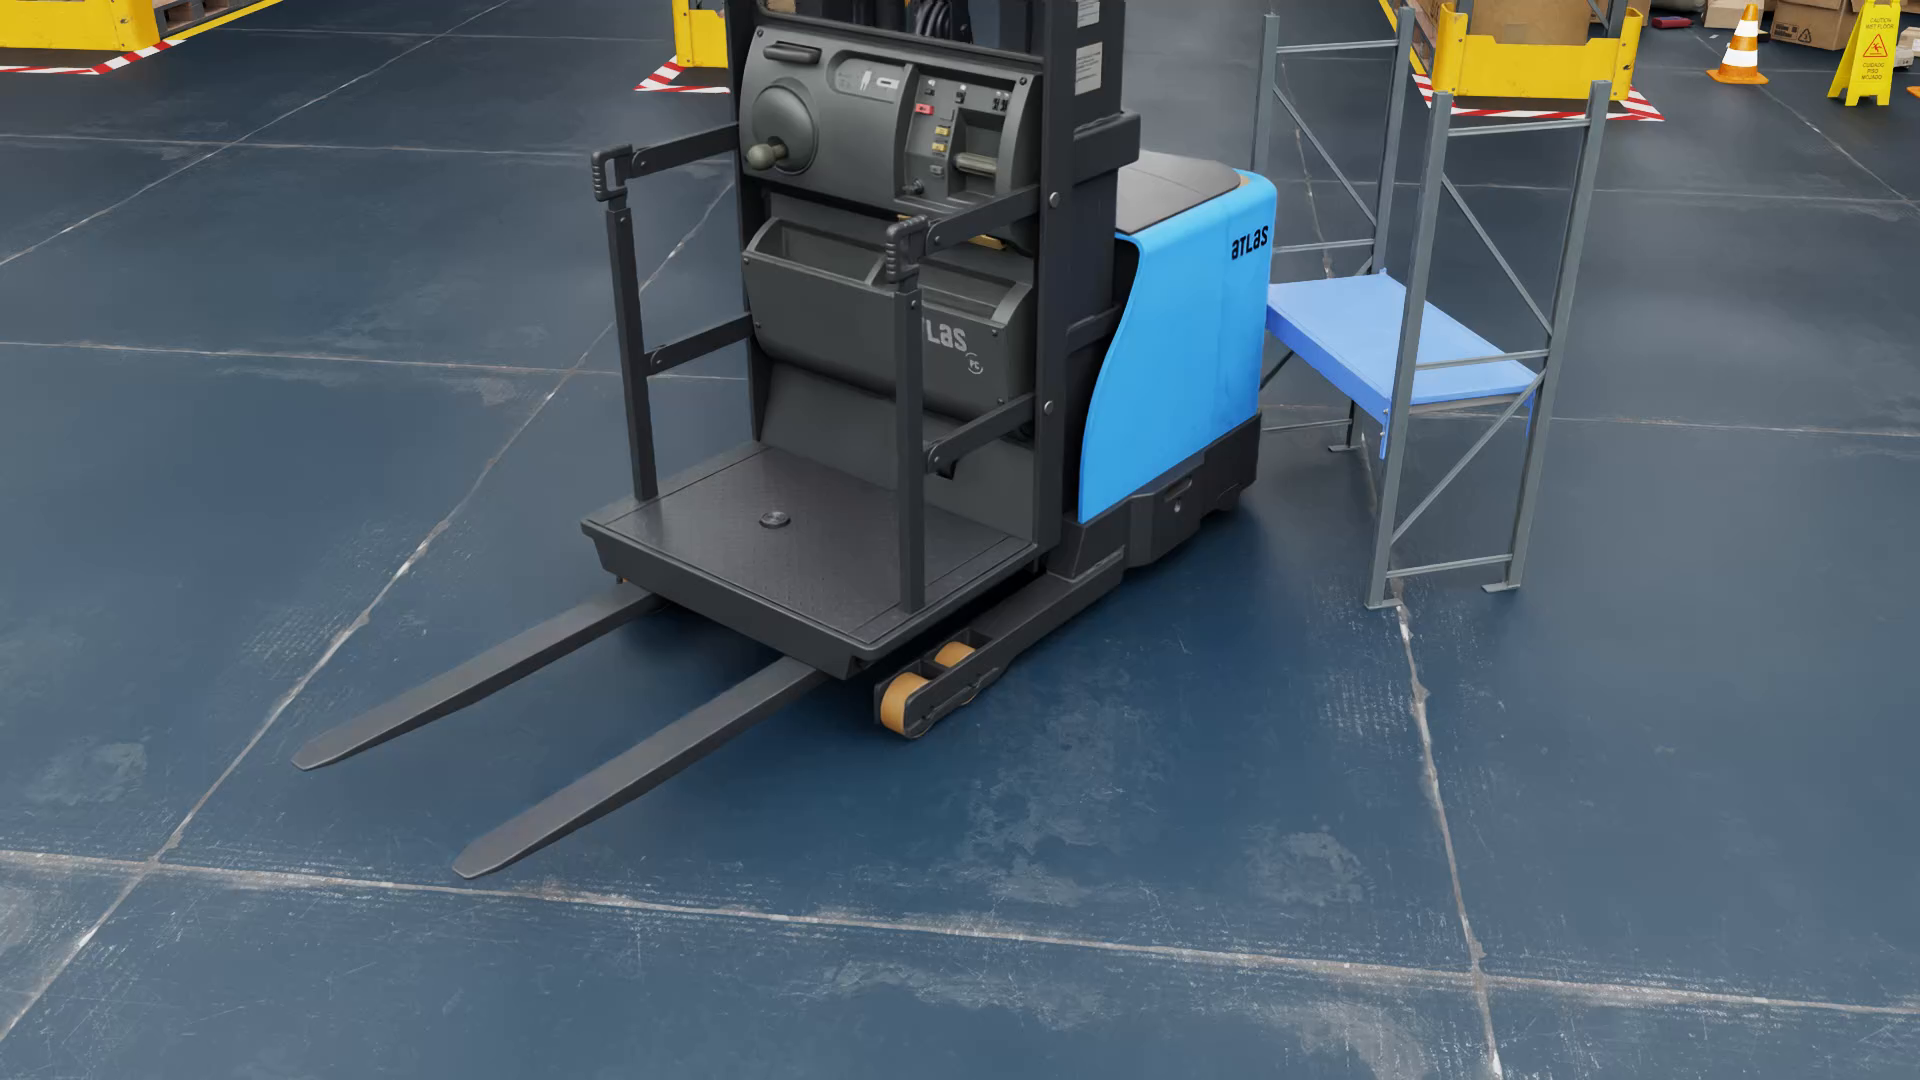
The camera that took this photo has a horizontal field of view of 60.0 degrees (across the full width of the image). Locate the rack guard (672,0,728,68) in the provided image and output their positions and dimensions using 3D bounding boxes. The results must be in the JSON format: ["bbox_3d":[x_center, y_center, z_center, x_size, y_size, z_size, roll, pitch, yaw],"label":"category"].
[{"bbox_3d":[-1.309,-3.437,11.103,1.175,0.500,0.348,3,28,6],"label":"rack guard"}]

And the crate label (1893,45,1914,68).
[{"bbox_3d":[6.181,-3.222,11.085,0.250,0.136,0.298,-11,30,-20],"label":"crate label"}]

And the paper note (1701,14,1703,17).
[{"bbox_3d":[5.732,-3.993,12.638,0.172,0.023,0.155,14,31,24],"label":"paper note"}]

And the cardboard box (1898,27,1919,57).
[{"bbox_3d":[6.673,-3.405,11.414,0.380,0.149,0.250,20,34,32],"label":"cardboard box"}]

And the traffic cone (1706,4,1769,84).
[{"bbox_3d":[5.067,-3.217,10.733,0.336,0.463,0.334,3,28,6],"label":"traffic cone"}]

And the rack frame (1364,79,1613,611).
[{"bbox_3d":[1.433,-0.492,4.582,0.500,1.500,0.032,-7,29,-13],"label":"rack frame"}]

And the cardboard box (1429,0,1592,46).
[{"bbox_3d":[3.610,-3.739,10.825,0.875,0.875,0.875,4,29,6],"label":"cardboard box"}]

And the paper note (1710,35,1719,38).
[{"bbox_3d":[5.426,-3.623,11.964,0.032,0.001,0.123,20,34,32],"label":"paper note"}]

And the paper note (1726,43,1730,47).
[{"bbox_3d":[5.464,-3.478,11.676,0.144,0.017,0.142,14,31,24],"label":"paper note"}]

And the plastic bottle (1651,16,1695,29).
[{"bbox_3d":[5.274,-3.825,12.286,0.283,0.061,0.133,-6,29,-11],"label":"plastic bottle"}]

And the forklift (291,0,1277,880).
[{"bbox_3d":[-0.338,-1.045,4.100,1.130,2.935,3.031,21,35,33],"label":"forklift"}]

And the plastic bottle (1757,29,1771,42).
[{"bbox_3d":[5.665,-3.628,11.920,0.133,0.061,0.283,-6,29,-11],"label":"plastic bottle"}]

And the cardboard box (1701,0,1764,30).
[{"bbox_3d":[5.700,-3.929,12.264,0.396,0.266,0.258,8,29,15],"label":"cardboard box"}]

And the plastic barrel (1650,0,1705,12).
[{"bbox_3d":[5.466,-4.292,12.770,0.421,0.421,0.512,-24,36,-37],"label":"plastic barrel"}]

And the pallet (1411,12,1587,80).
[{"bbox_3d":[3.613,-3.320,11.189,1.003,0.211,1.213,3,28,6],"label":"pallet"}]

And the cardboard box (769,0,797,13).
[{"bbox_3d":[-1.225,-3.880,11.481,0.500,0.500,0.500,9,30,16],"label":"cardboard box"}]

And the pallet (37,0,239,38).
[{"bbox_3d":[-6.166,-3.983,12.421,1.003,0.211,1.213,3,28,6],"label":"pallet"}]

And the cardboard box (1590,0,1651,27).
[{"bbox_3d":[4.911,-4.160,12.441,0.500,0.500,0.500,8,29,15],"label":"cardboard box"}]

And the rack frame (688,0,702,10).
[{"bbox_3d":[-1.318,-4.502,10.444,1.000,3.000,0.127,3,28,6],"label":"rack frame"}]

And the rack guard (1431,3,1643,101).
[{"bbox_3d":[3.589,-3.055,10.393,1.175,0.500,0.348,3,28,6],"label":"rack guard"}]

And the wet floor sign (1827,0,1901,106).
[{"bbox_3d":[5.554,-3.001,10.140,0.267,0.644,0.232,-1,28,-3],"label":"wet floor sign"}]

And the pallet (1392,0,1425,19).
[{"bbox_3d":[3.765,-3.892,12.252,1.003,0.211,1.213,3,28,6],"label":"pallet"}]

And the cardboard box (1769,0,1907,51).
[{"bbox_3d":[6.220,-3.801,11.775,0.797,0.503,0.637,-17,33,-29],"label":"cardboard box"}]

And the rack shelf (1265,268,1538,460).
[{"bbox_3d":[1.298,-0.566,5.099,0.538,0.185,1.000,-7,29,-13],"label":"rack shelf"}]

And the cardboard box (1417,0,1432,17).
[{"bbox_3d":[3.716,-4.153,11.594,0.875,0.875,0.875,3,28,5],"label":"cardboard box"}]

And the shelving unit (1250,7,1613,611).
[{"bbox_3d":[1.298,-0.725,5.014,0.538,1.500,1.048,-7,29,-13],"label":"shelving unit"}]

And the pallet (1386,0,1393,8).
[{"bbox_3d":[3.912,-4.468,13.321,1.003,0.211,1.213,3,28,6],"label":"pallet"}]

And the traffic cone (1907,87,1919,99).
[{"bbox_3d":[6.147,-2.991,10.314,0.336,0.463,0.334,3,28,6],"label":"traffic cone"}]

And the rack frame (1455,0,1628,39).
[{"bbox_3d":[3.592,-4.166,9.821,1.000,3.000,0.127,3,28,6],"label":"rack frame"}]

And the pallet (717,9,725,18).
[{"bbox_3d":[-1.174,-3.691,11.878,1.003,0.211,1.213,3,28,6],"label":"pallet"}]

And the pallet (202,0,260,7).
[{"bbox_3d":[-6.014,-4.556,13.484,1.003,0.211,1.213,3,28,6],"label":"pallet"}]

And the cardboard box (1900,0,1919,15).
[{"bbox_3d":[7.526,-4.284,12.673,0.500,0.500,0.500,-24,36,-37],"label":"cardboard box"}]

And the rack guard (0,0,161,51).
[{"bbox_3d":[-6.271,-3.728,11.643,1.175,0.500,0.348,3,28,6],"label":"rack guard"}]

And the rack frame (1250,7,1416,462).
[{"bbox_3d":[1.163,-0.957,5.445,0.500,1.500,0.032,-7,29,-13],"label":"rack frame"}]

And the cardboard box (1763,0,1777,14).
[{"bbox_3d":[6.326,-4.302,12.561,0.797,0.637,0.503,3,28,6],"label":"cardboard box"}]
